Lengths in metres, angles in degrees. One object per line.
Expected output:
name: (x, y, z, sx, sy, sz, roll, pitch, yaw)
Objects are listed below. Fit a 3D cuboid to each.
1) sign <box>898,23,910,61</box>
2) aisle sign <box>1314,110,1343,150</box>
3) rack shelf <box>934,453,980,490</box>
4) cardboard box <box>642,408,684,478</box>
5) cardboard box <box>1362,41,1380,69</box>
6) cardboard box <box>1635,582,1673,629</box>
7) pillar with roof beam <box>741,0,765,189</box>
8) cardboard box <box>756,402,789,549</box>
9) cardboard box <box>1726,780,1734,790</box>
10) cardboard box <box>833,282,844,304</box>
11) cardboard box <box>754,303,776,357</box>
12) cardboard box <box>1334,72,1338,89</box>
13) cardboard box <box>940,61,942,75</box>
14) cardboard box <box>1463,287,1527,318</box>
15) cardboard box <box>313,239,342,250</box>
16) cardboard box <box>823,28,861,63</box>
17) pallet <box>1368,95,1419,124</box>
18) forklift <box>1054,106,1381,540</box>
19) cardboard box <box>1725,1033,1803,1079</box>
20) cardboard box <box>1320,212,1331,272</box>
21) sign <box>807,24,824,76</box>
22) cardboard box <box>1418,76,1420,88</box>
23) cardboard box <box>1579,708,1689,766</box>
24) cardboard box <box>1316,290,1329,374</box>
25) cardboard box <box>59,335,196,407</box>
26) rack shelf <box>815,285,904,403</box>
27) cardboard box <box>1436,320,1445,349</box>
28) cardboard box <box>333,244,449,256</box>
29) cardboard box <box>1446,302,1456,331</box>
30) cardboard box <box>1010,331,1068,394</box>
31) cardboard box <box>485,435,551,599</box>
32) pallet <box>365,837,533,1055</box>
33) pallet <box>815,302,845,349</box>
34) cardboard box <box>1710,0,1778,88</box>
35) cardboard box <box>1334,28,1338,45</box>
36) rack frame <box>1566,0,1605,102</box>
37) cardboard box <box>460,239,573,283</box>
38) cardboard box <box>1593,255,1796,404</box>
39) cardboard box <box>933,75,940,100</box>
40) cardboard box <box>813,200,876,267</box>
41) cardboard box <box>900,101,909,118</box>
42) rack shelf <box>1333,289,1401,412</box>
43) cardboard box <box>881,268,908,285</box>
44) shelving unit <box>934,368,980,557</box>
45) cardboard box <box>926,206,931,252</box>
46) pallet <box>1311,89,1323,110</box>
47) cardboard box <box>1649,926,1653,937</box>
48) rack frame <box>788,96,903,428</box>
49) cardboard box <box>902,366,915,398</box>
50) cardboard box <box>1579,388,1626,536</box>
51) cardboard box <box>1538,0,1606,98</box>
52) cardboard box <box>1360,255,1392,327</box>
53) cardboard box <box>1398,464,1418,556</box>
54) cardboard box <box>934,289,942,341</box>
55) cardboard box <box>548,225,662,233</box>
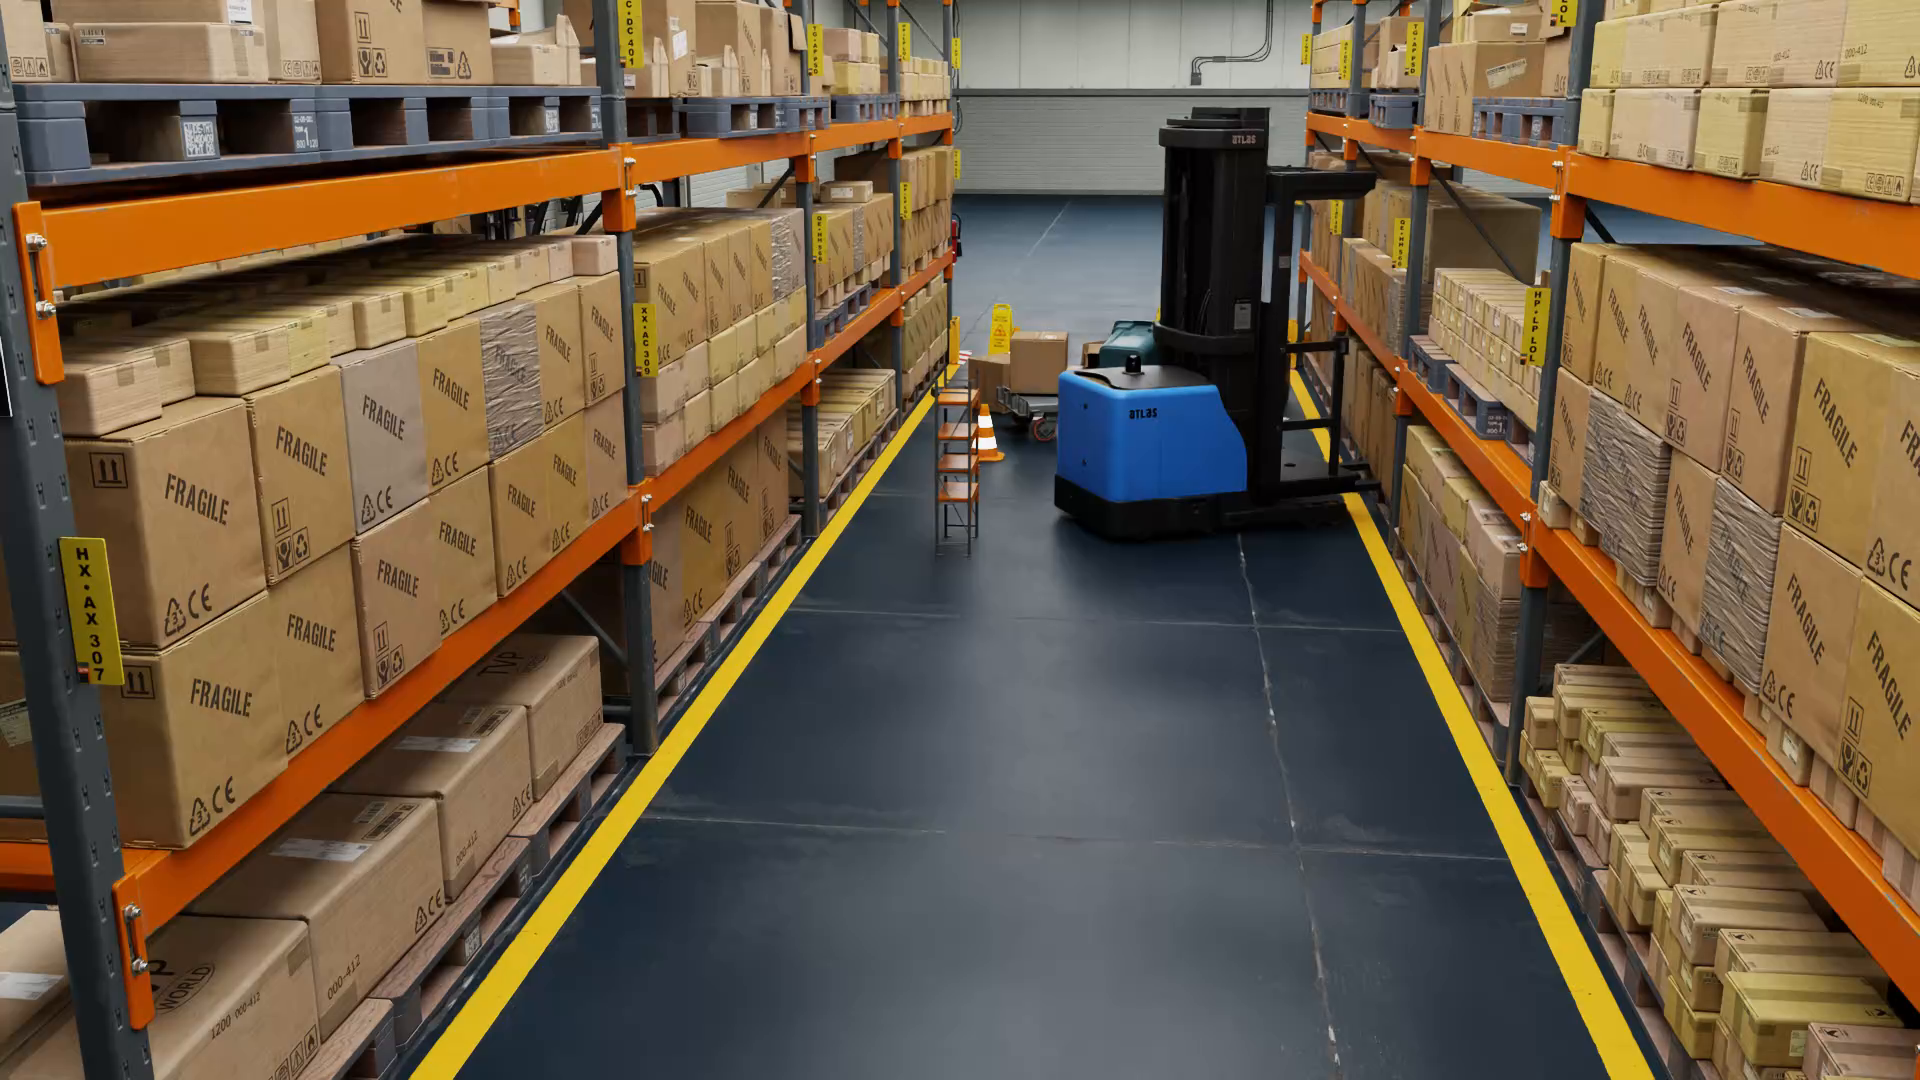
sign: (-0.491, -4.393, 14.671, 0.100, 0.325, 0.005, 2, 15, 6)
aisle sign: (4.048, -4.721, 18.394, 0.394, 0.787, 0.004, 2, 15, 6)
rack shelf: (-0.019, -0.471, 11.364, 0.258, 0.148, 0.480, 2, 15, 6)
cardboard box: (-1.634, -0.480, 7.978, 0.500, 0.250, 0.500, 1, 15, 5)
cardboard box: (3.687, -4.307, 14.817, 0.500, 0.250, 0.500, 2, 15, 6)
cardboard box: (2.526, 0.202, 5.651, 0.380, 0.149, 0.250, 2, 15, 9)
pillar with roof beam: (-0.190, -10.987, 35.055, 9.100, 9.000, 0.400, 2, 15, 6)
cardboard box: (-1.655, -0.484, 10.971, 0.875, 0.875, 0.875, 2, 15, 6)
cardboard box: (3.085, 0.857, 6.263, 0.380, 0.149, 0.250, 2, 15, 8)
cardboard box: (-1.080, -1.856, 12.458, 0.380, 0.149, 0.250, 2, 15, 7)
cardboard box: (-1.389, -1.253, 9.878, 0.500, 0.250, 0.500, 1, 15, 5)
cardboard box: (3.695, -4.282, 15.488, 0.380, 0.149, 0.250, 2, 15, 6)
cardboard box: (-0.404, -5.108, 18.012, 0.380, 0.149, 0.250, 2, 15, 7)
cardboard box: (3.072, -1.346, 9.431, 0.380, 0.149, 0.250, 2, 15, 9)
cardboard box: (-5.828, -2.567, 14.737, 0.500, 0.250, 0.500, 1, 15, 5)
cardboard box: (-1.075, -3.921, 13.195, 0.500, 0.250, 0.500, 2, 15, 7)
pallet: (3.578, -3.179, 12.289, 1.003, 0.211, 1.213, 2, 15, 9)
forklift: (2.273, -1.631, 12.078, 3.031, 2.935, 1.130, -6, 16, -20)
cardboard box: (2.365, 1.461, 4.600, 0.380, 0.149, 0.250, 1, 15, 4)
cardboard box: (4.094, -2.990, 16.686, 0.875, 0.550, 0.500, 2, 15, 6)
sign: (-0.944, -3.201, 10.864, 0.100, 0.325, 0.005, 2, 15, 6)
cardboard box: (3.284, -3.112, 11.129, 0.380, 0.166, 0.250, 2, 15, 6)
cardboard box: (2.669, 0.780, 6.549, 0.380, 0.149, 0.250, 1, 15, 5)
cardboard box: (4.230, -2.210, 17.353, 0.875, 0.875, 0.875, 1, 15, 5)
cardboard box: (-2.123, -0.407, 4.069, 0.380, 0.149, 0.250, 2, 15, 8)
rack shelf: (-1.269, -1.655, 13.414, 1.077, 0.370, 4.000, 2, 15, 6)
cardboard box: (3.154, -1.266, 10.273, 0.380, 0.149, 0.250, 2, 15, 9)
cardboard box: (-2.239, -1.081, 6.565, 0.380, 0.149, 0.250, 2, 15, 6)
cardboard box: (3.126, -1.330, 9.940, 0.380, 0.149, 0.250, 1, 15, 5)
cardboard box: (0.729, -1.635, 15.300, 0.500, 0.500, 0.500, 2, 15, 6)
cardboard box: (-1.839, -0.102, 6.101, 0.500, 0.500, 0.500, 1, 15, 5)
pallet: (-2.245, 1.412, 6.035, 1.003, 0.211, 1.213, 2, 15, 6)
pallet: (-1.520, -1.579, 12.122, 1.213, 0.211, 1.003, 2, 15, 6)
cardboard box: (2.517, -1.429, 4.783, 0.500, 0.250, 0.500, 1, 15, 4)
cardboard box: (3.724, -4.731, 15.623, 0.380, 0.149, 0.250, 2, 15, 6)
rack frame: (2.984, -3.222, 6.339, 1.000, 3.000, 0.127, 2, 15, 6)
cardboard box: (-1.802, -1.136, 6.765, 0.380, 0.149, 0.250, 2, 15, 8)
cardboard box: (2.647, -0.756, 6.035, 0.500, 0.500, 0.500, 1, 15, 5)
cardboard box: (-0.494, -4.672, 17.163, 0.500, 0.250, 0.500, 2, 15, 8)
cardboard box: (-0.986, -2.527, 13.693, 0.500, 0.500, 0.500, 2, 15, 8)
cardboard box: (-0.677, -3.987, 15.397, 0.380, 0.149, 0.250, 2, 15, 6)
rack shelf: (3.661, -1.535, 12.971, 1.077, 0.370, 4.000, 2, 15, 6)
cardboard box: (-0.689, -2.472, 15.538, 0.380, 0.149, 0.250, 2, 15, 6)
shelving unit: (-0.019, -0.536, 11.347, 0.258, 1.200, 0.503, 2, 15, 6)
cardboard box: (-0.576, -3.211, 17.029, 0.500, 0.500, 0.500, 2, 15, 7)
pallet: (4.264, -4.651, 17.540, 1.003, 0.211, 1.213, 2, 15, 6)
cardboard box: (2.564, 1.340, 5.617, 0.380, 0.149, 0.250, 2, 15, 8)
rack frame: (-1.043, -2.521, 15.238, 1.000, 3.000, 0.127, 2, 15, 6)
cardboard box: (-0.709, -1.541, 16.079, 0.500, 0.250, 0.500, 1, 15, 4)
cardboard box: (2.629, -0.269, 6.148, 0.500, 0.500, 0.500, 2, 15, 6)
cardboard box: (3.289, -2.424, 8.130, 0.797, 0.503, 0.637, 1, 15, 6)
cardboard box: (3.387, -1.929, 12.857, 0.500, 0.500, 0.500, 2, 15, 7)
cardboard box: (3.102, -0.184, 10.580, 0.500, 0.500, 0.500, 1, 15, 4)
cardboard box: (-0.479, -2.445, 17.983, 0.500, 0.500, 0.500, 2, 15, 8)
cardboard box: (-1.974, -1.500, 9.356, 0.500, 0.500, 0.500, 2, 15, 7)
